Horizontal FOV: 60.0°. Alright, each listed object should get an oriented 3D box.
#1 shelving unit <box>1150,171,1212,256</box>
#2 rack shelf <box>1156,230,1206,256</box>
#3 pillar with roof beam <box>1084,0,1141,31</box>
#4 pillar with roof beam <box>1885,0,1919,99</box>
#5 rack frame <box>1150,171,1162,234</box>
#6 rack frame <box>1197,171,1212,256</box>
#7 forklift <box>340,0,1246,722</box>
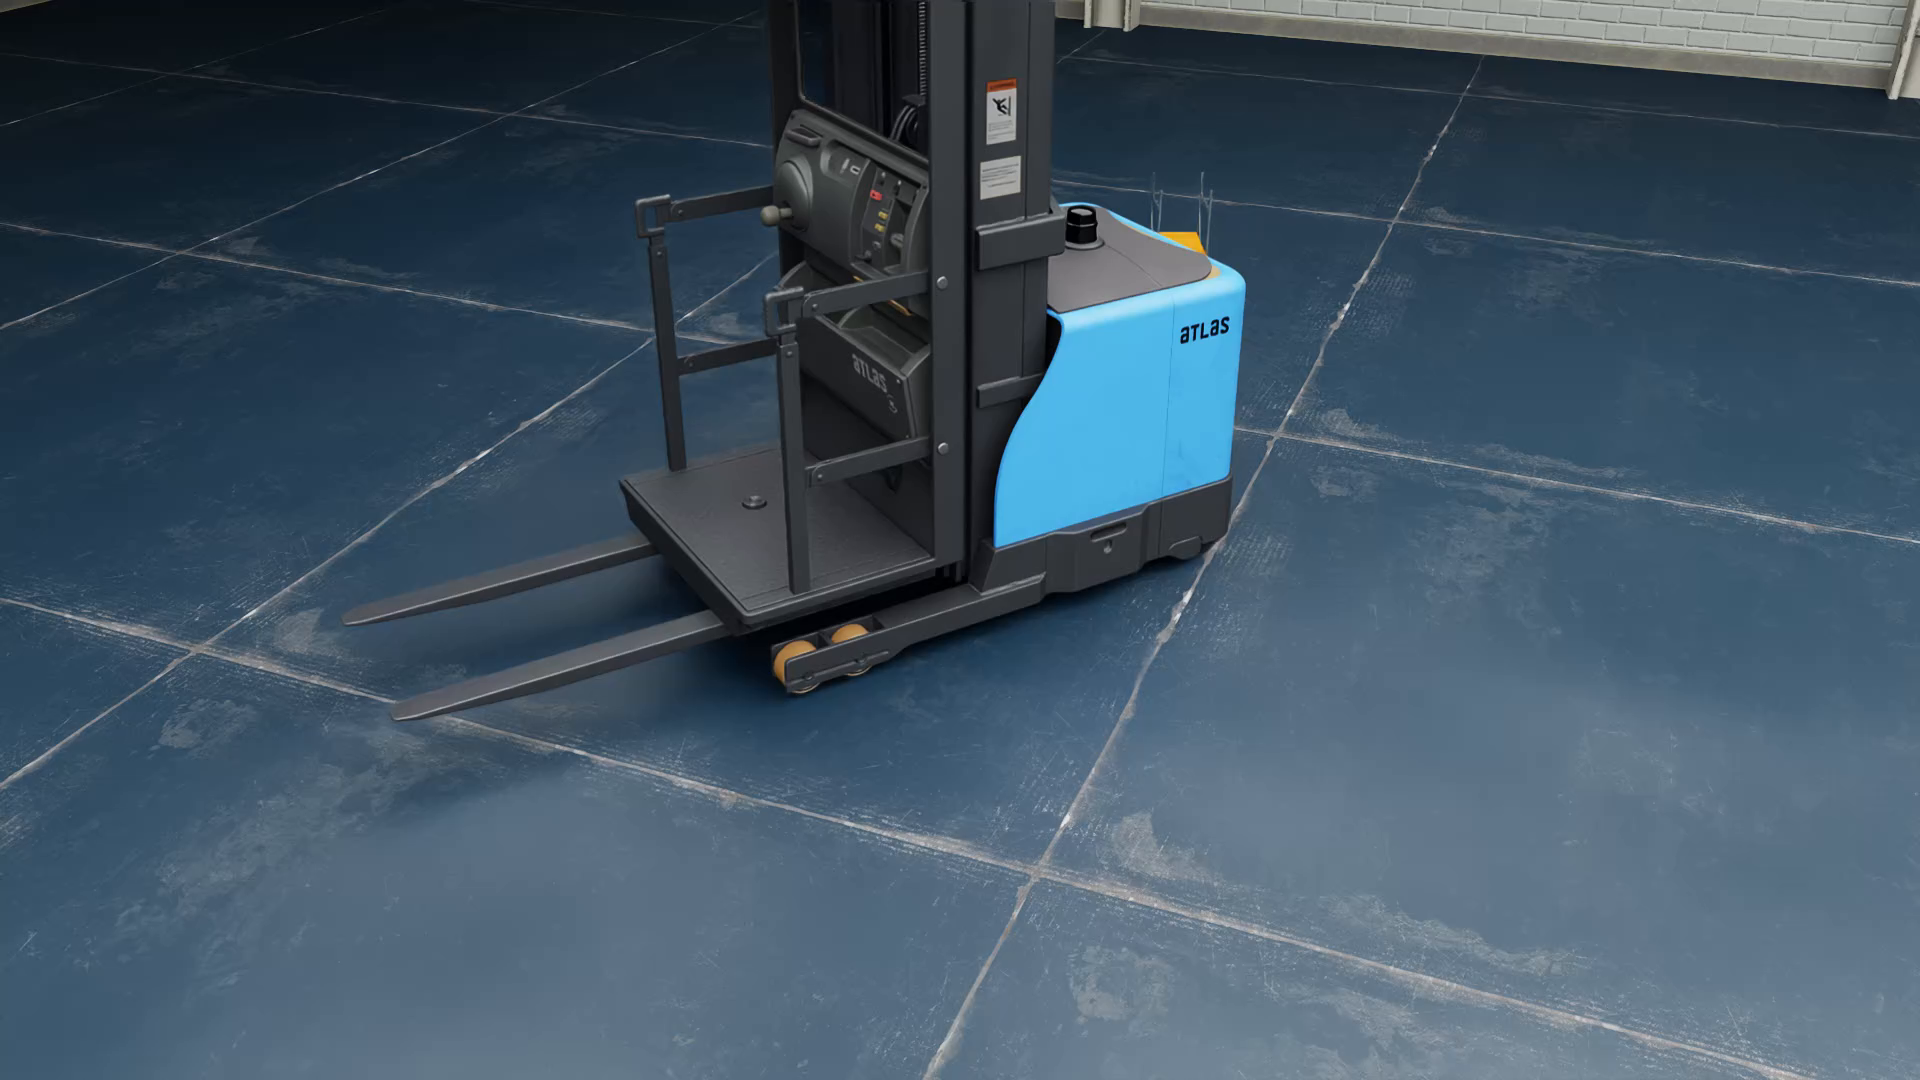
[{"bbox_3d":[0.824,-0.811,6.464,0.189,1.200,0.258,0,29,-1],"label":"shelving unit"},{"bbox_3d":[0.824,-1.085,6.309,0.180,0.103,0.258,0,29,-1],"label":"rack shelf"},{"bbox_3d":[-0.357,-6.227,8.122,0.400,9.000,9.100,11,31,19],"label":"pillar with roof beam"},{"bbox_3d":[5.203,-5.117,6.158,0.400,9.000,9.100,11,31,19],"label":"pillar with roof beam"},{"bbox_3d":[0.732,-0.810,6.463,0.006,1.200,0.240,0,29,-1],"label":"rack frame"},{"bbox_3d":[0.915,-0.811,6.465,0.006,1.200,0.240,0,29,-1],"label":"rack frame"},{"bbox_3d":[-0.532,-1.078,5.178,3.031,2.935,1.130,-17,33,-27],"label":"forklift"}]
